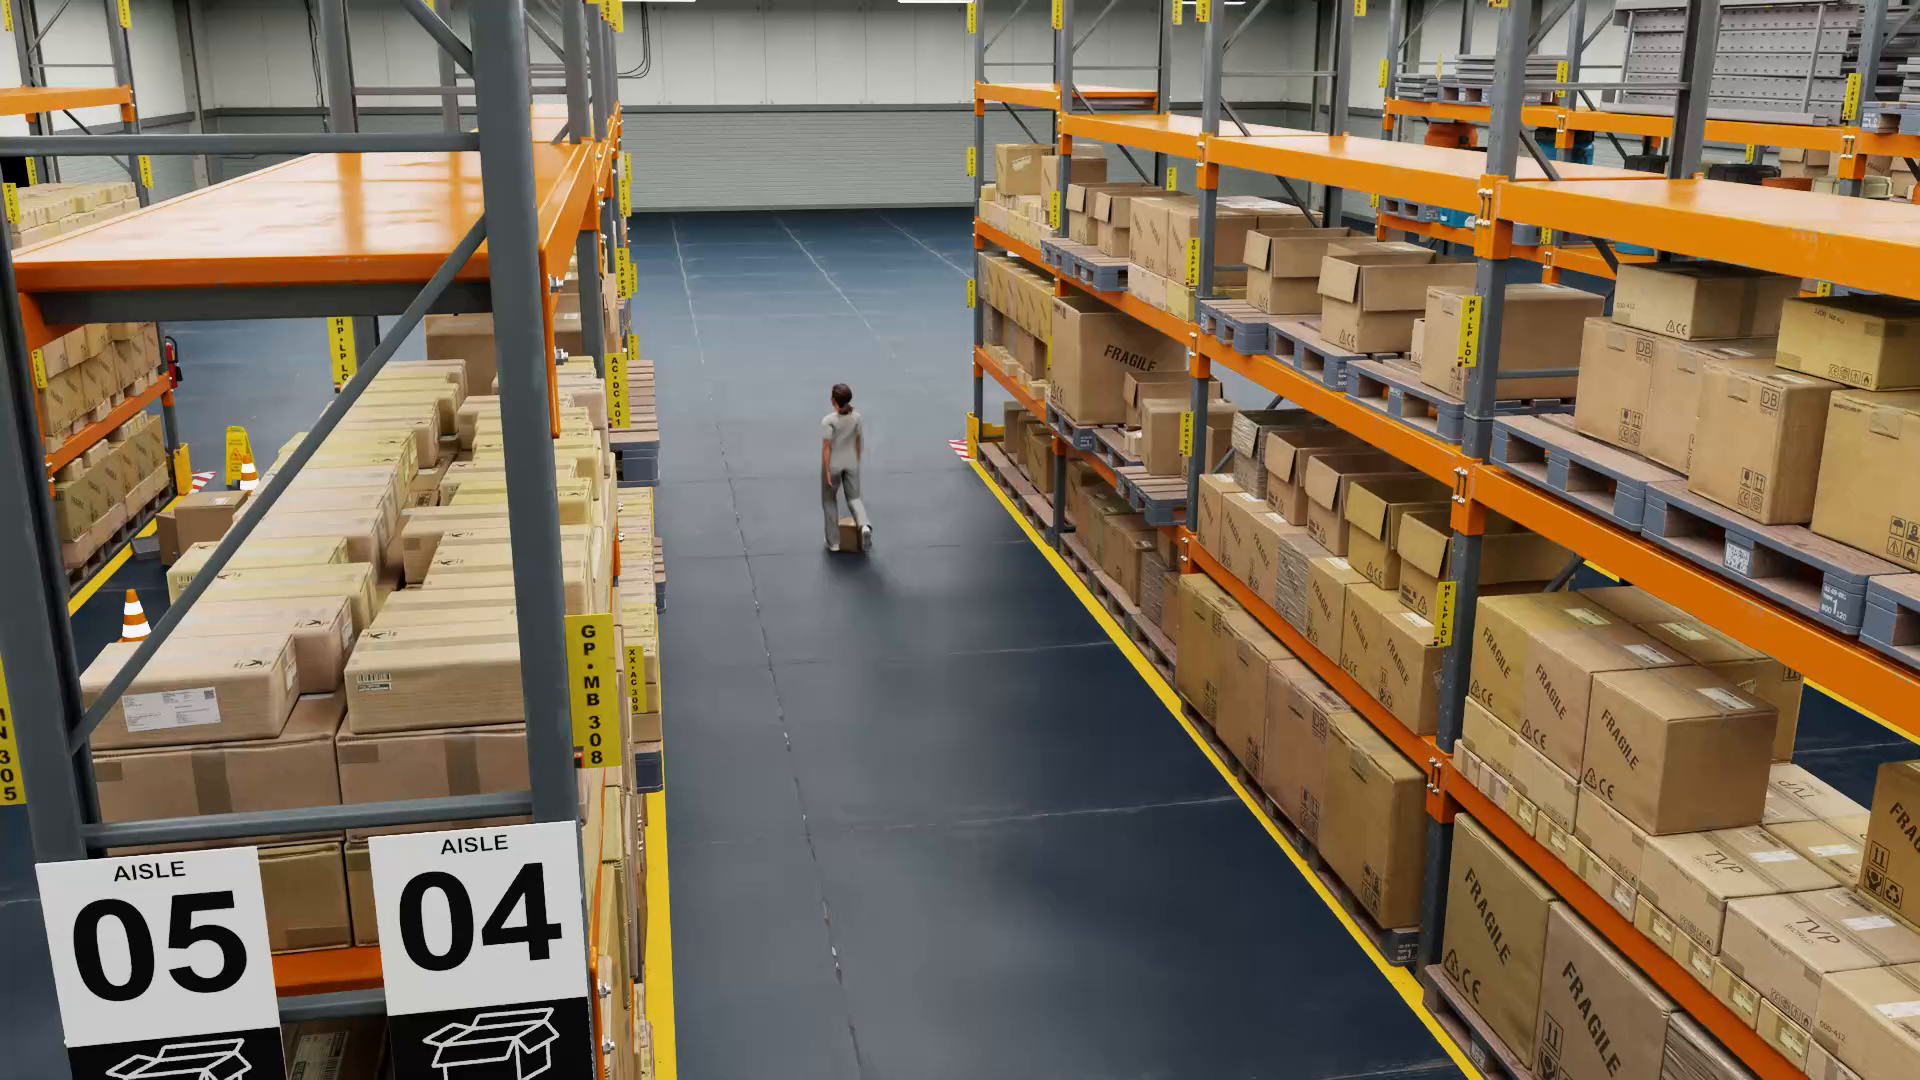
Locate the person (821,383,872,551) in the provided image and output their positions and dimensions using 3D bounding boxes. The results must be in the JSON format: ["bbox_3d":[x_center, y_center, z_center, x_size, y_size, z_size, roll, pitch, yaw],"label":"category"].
[{"bbox_3d":[-1.107,-0.669,15.750,0.432,1.649,0.748,-7,18,-22],"label":"person"}]
